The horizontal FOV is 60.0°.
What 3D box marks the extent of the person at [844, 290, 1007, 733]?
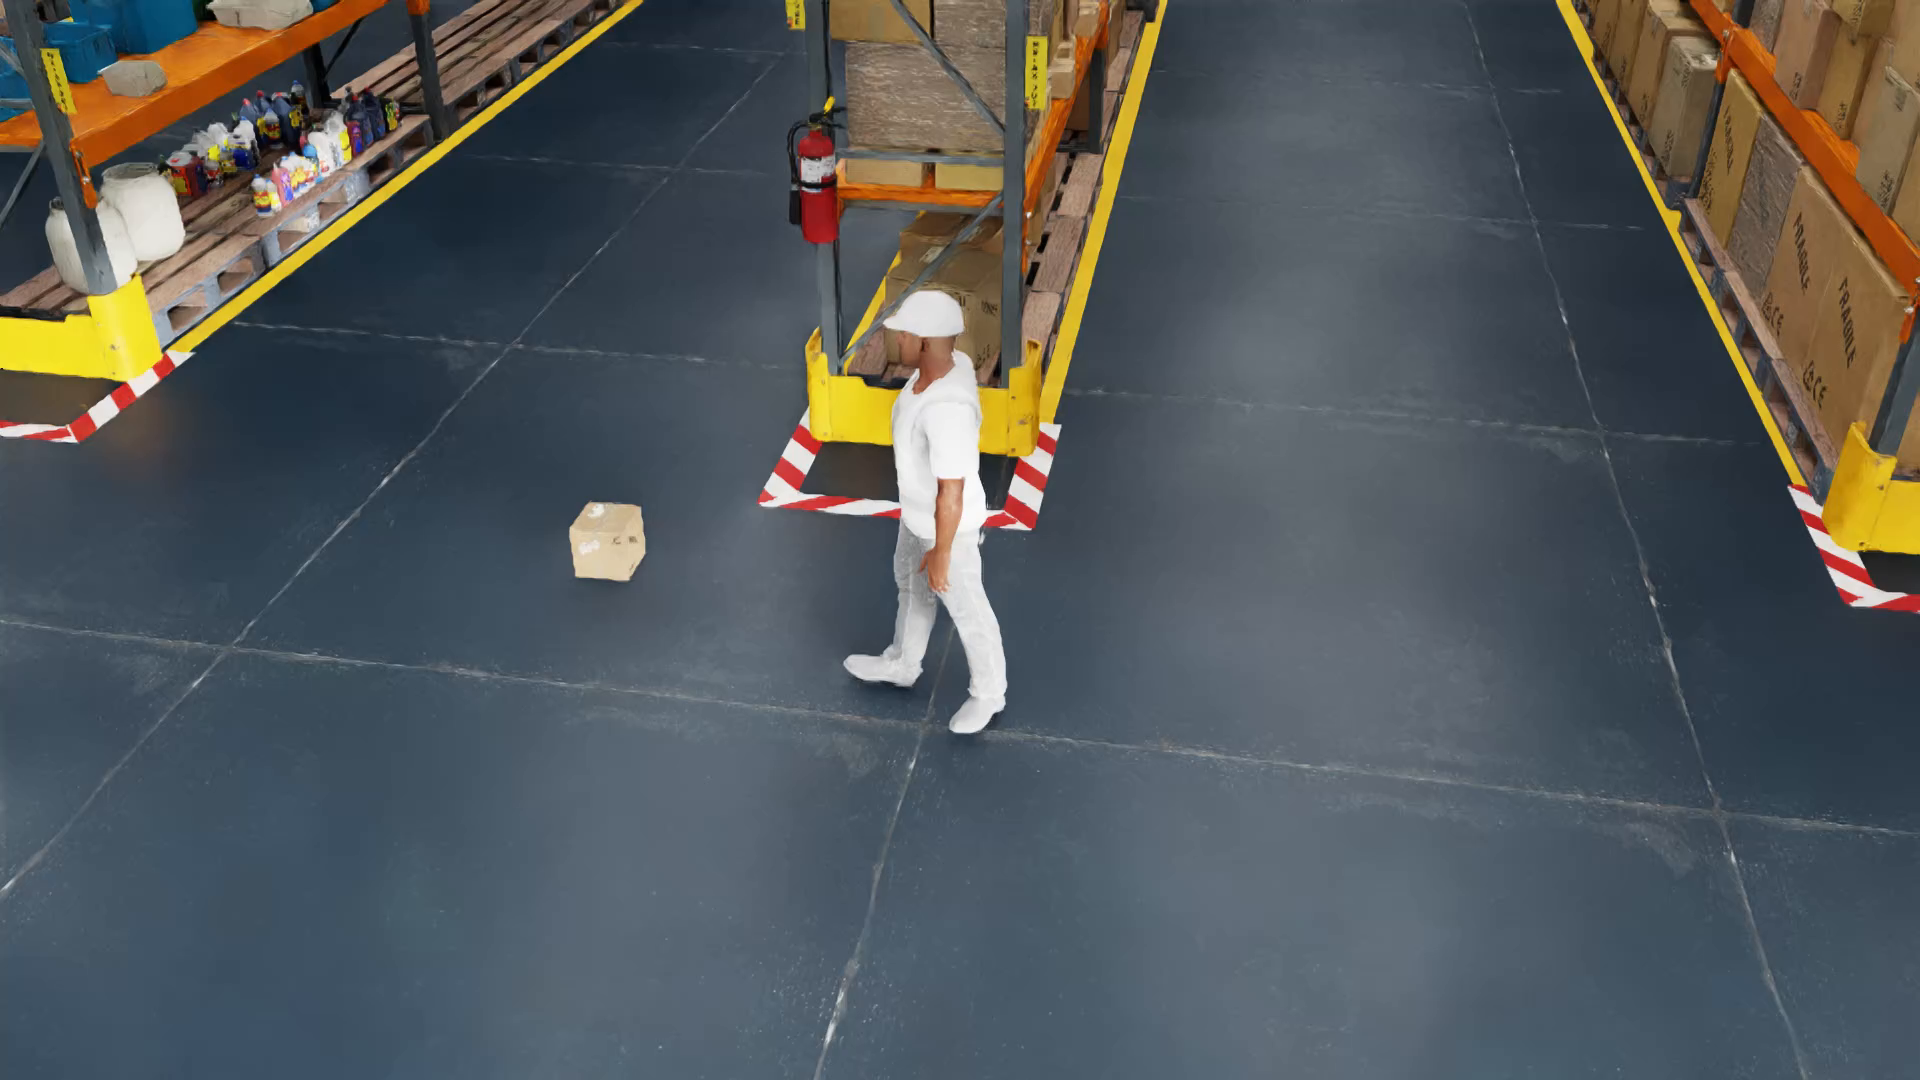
[{"bbox_3d":[-0.142,-0.126,6.298,0.631,1.765,0.730,-5,32,-7],"label":"person"}]
